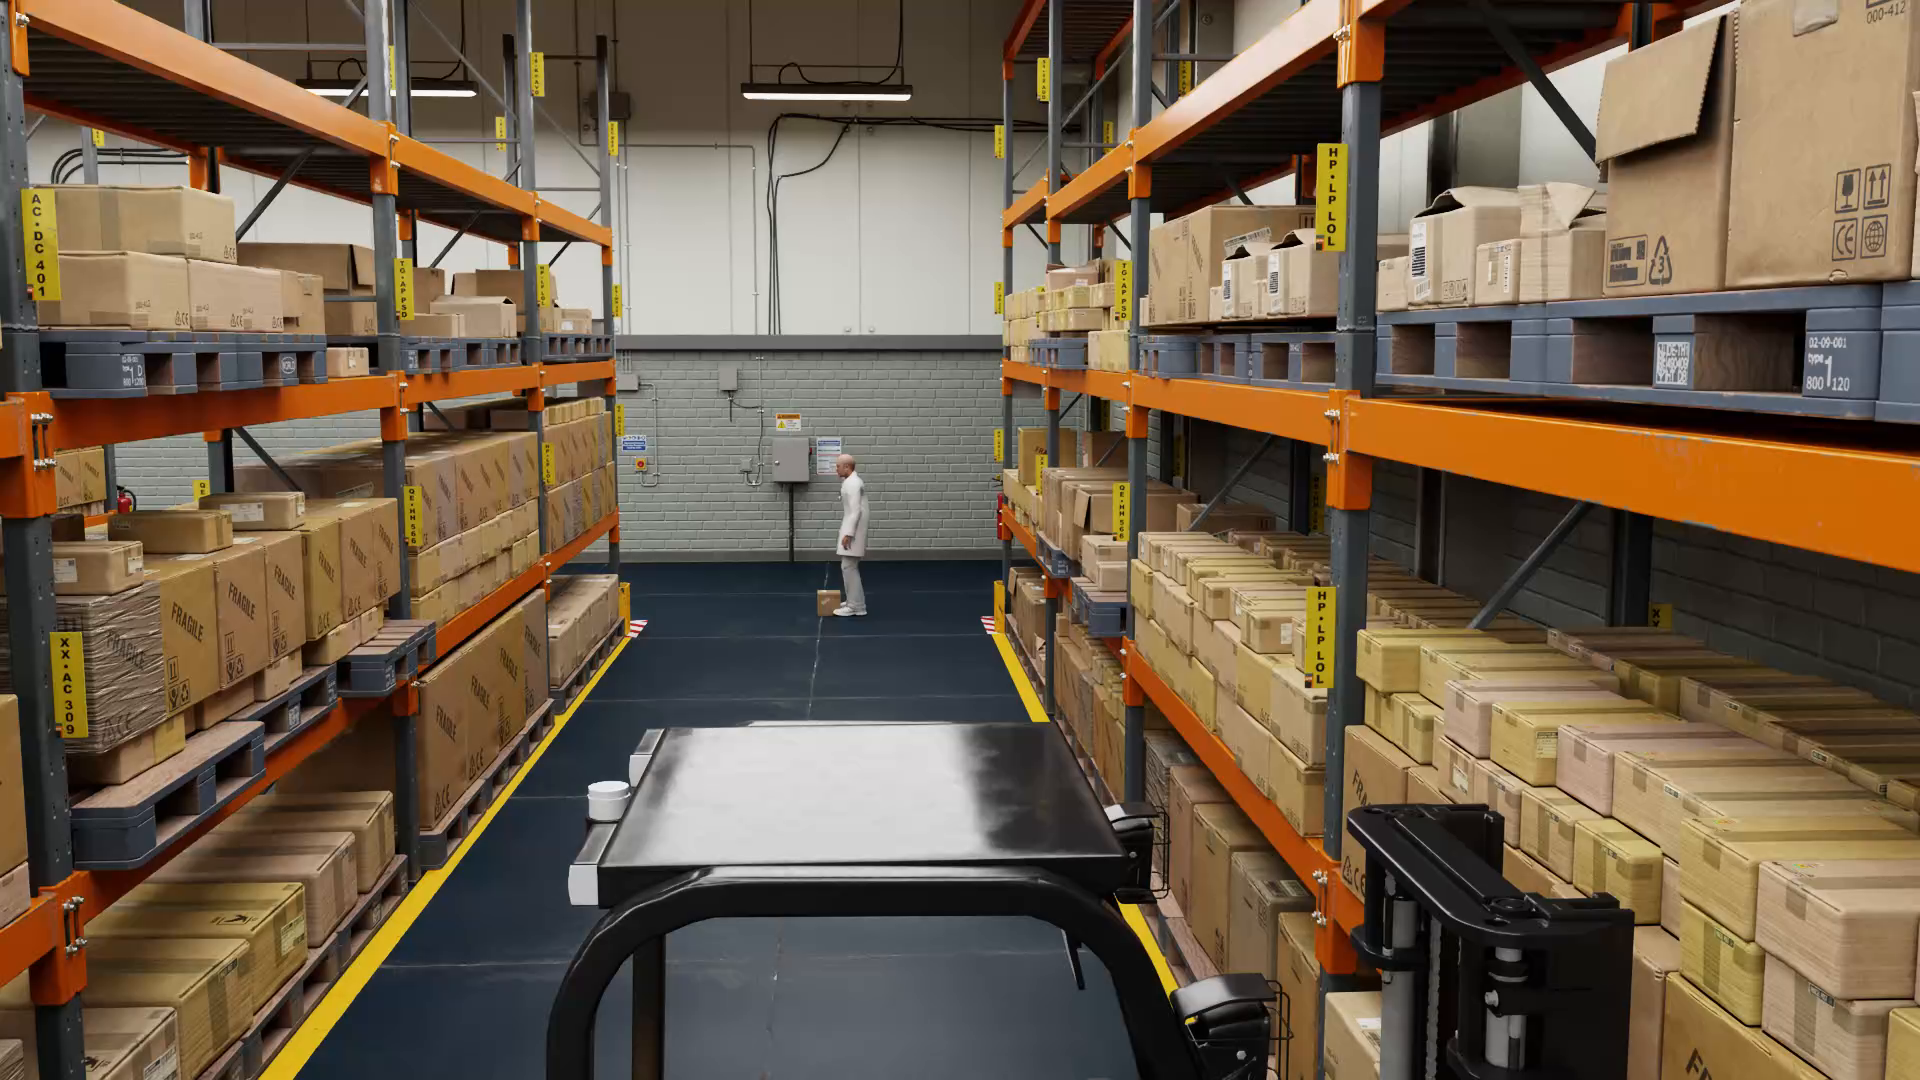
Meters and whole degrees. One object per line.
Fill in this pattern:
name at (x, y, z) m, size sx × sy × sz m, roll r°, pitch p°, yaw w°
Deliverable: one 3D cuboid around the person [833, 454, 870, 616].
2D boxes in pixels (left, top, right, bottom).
person at (-1.204, -0.064, 18.340) m, size 0.422 × 1.775 × 0.642 m, roll 0°, pitch 7°, yaw -4°
